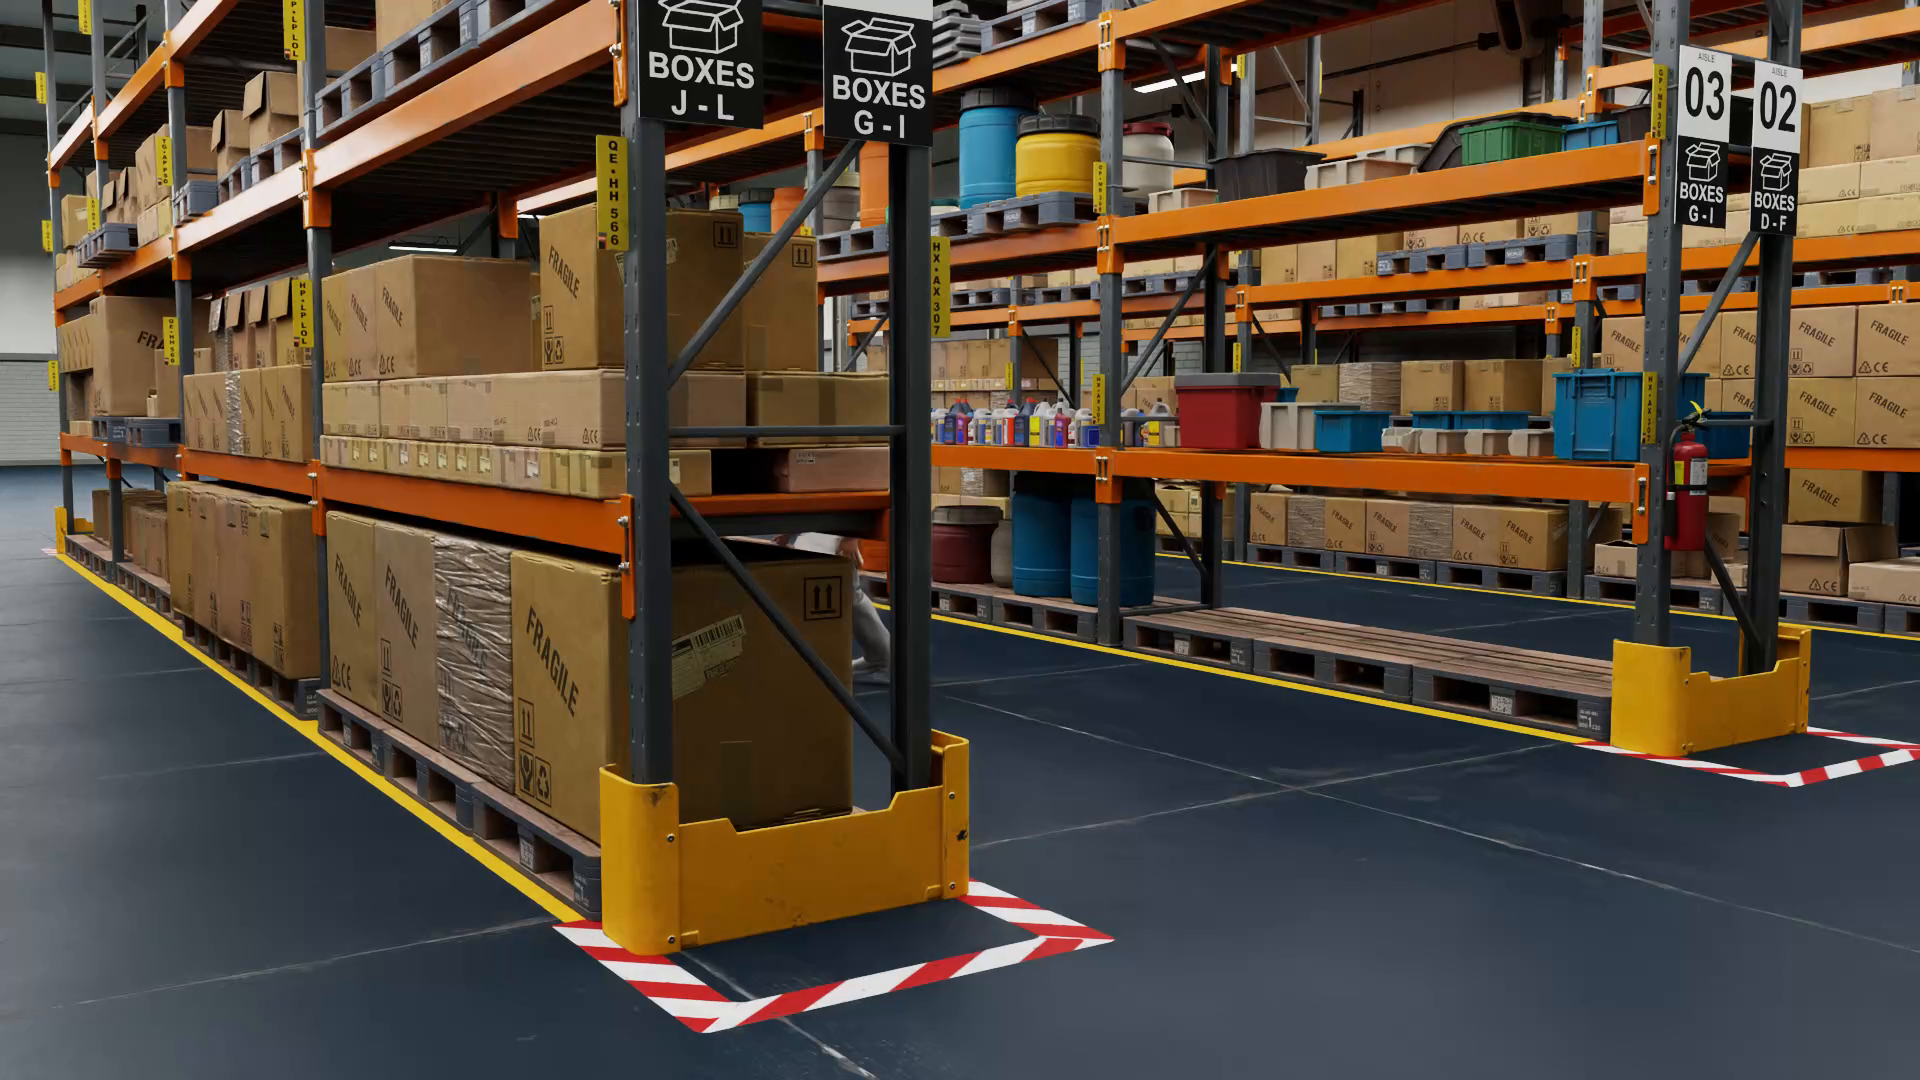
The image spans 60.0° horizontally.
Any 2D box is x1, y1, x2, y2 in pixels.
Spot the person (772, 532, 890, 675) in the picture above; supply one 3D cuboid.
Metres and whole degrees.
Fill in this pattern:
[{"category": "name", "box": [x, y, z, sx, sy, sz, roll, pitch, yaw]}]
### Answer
[{"category": "person", "box": [-0.772, -0.032, 9.215, 0.998, 1.744, 0.704, -1, 5, -15]}]
